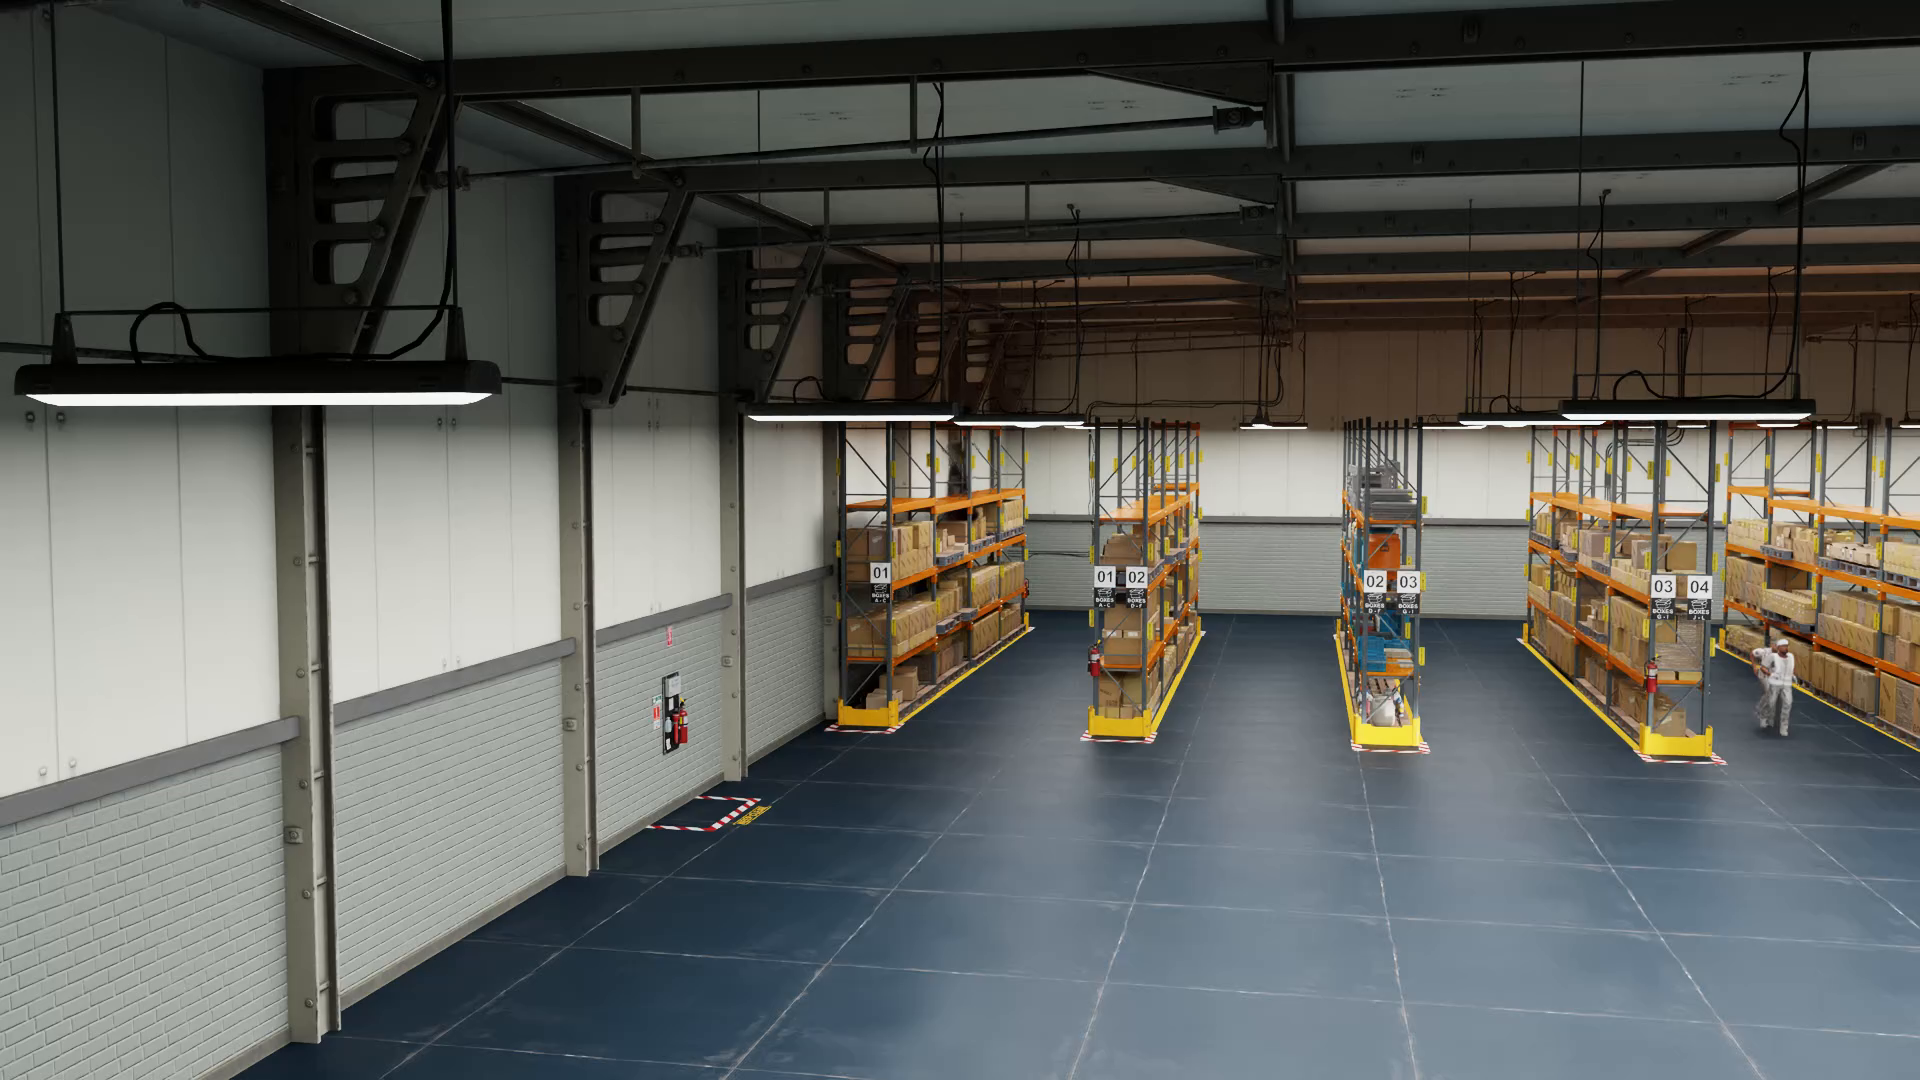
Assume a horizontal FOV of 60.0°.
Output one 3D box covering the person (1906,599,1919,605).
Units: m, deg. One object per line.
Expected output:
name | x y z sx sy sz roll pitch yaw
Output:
person | 25.494 1.943 44.411 0.974 1.768 0.719 1 4 21

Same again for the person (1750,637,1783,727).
person | 15.880 2.754 32.620 0.650 1.784 0.967 0 4 -5

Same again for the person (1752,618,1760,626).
person | 21.589 2.022 44.742 0.511 1.619 0.610 2 4 31

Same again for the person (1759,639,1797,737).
person | 15.578 2.773 31.591 0.721 1.795 0.947 0 4 4
